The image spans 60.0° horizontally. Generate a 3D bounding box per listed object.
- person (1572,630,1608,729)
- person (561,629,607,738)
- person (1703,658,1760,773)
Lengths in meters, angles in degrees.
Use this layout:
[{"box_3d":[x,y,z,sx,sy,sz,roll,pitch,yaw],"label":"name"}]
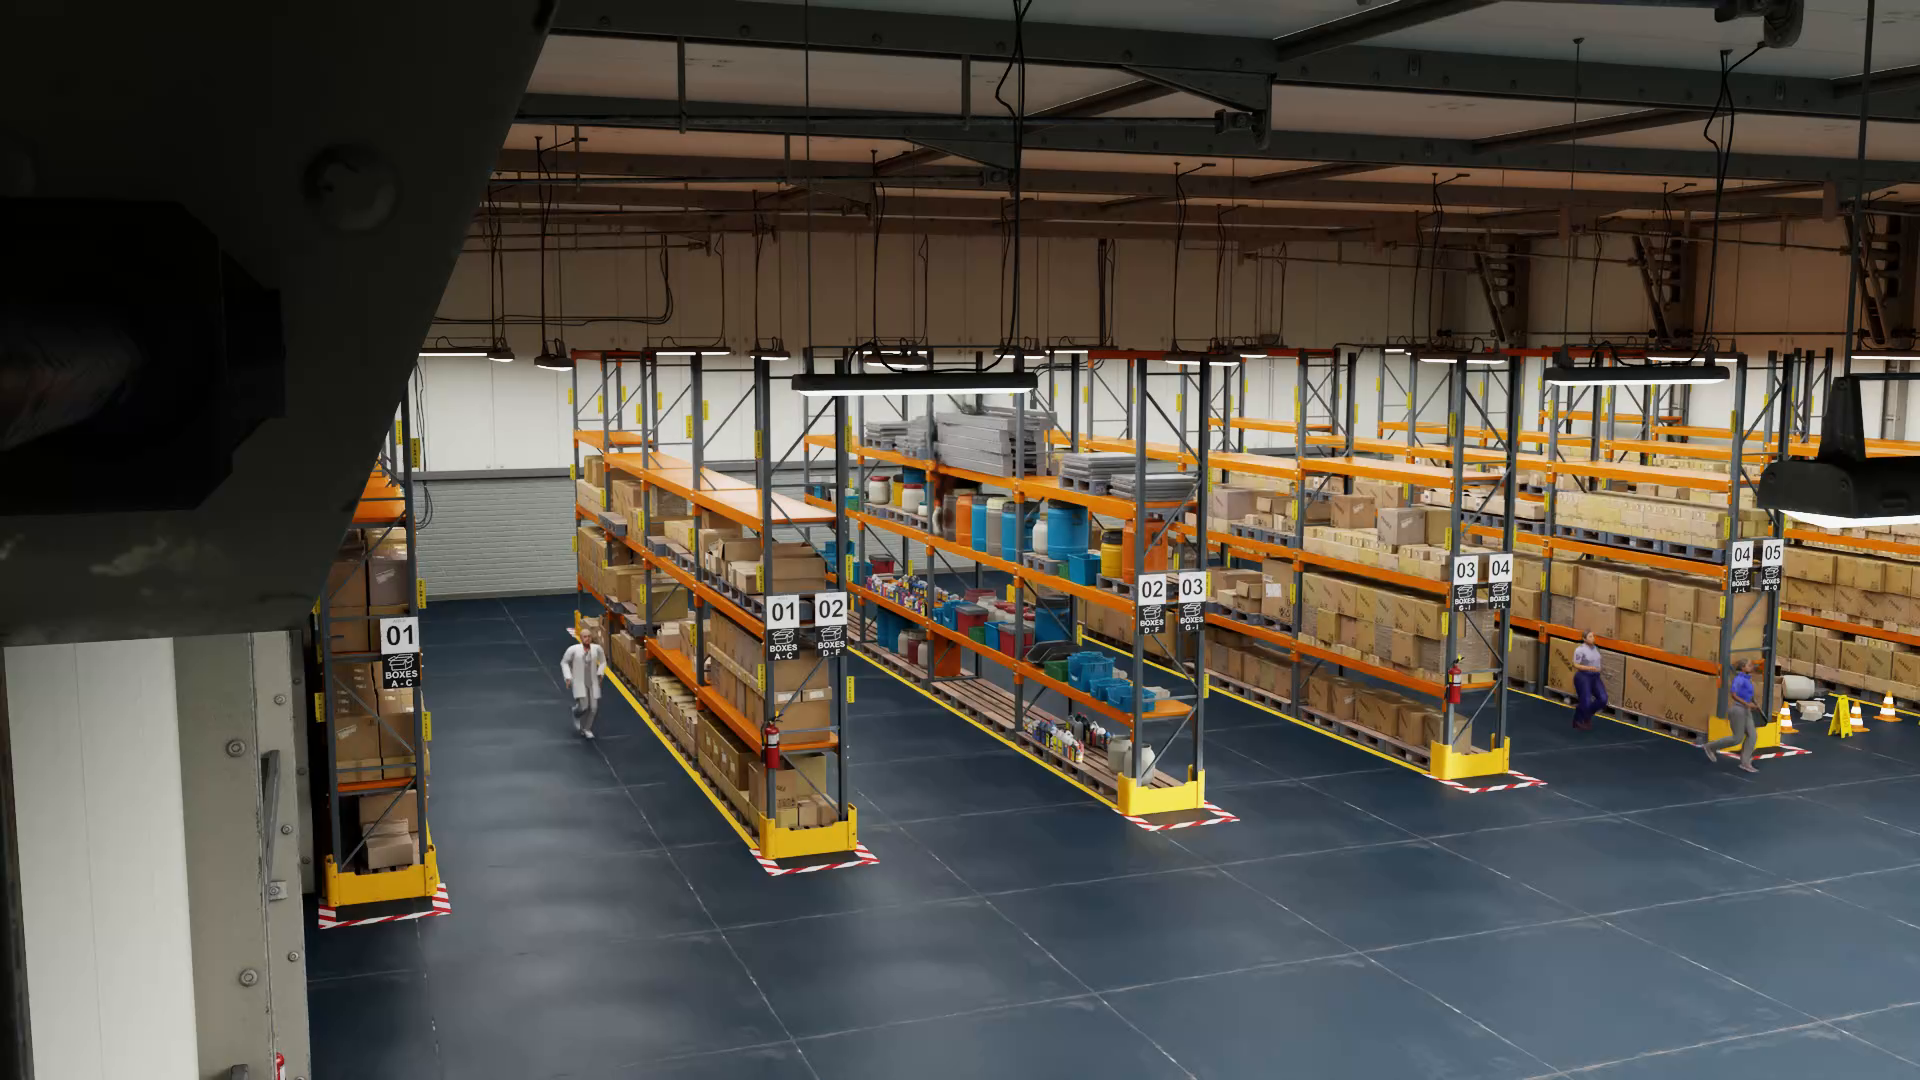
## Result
[{"box_3d":[10.033,2.285,26.461,0.570,1.536,0.576,-3,8,-25],"label":"person"},{"box_3d":[-5.859,2.248,26.037,0.699,1.726,0.669,-4,8,-27],"label":"person"},{"box_3d":[11.313,2.530,24.250,0.774,1.650,0.605,5,9,36],"label":"person"}]
